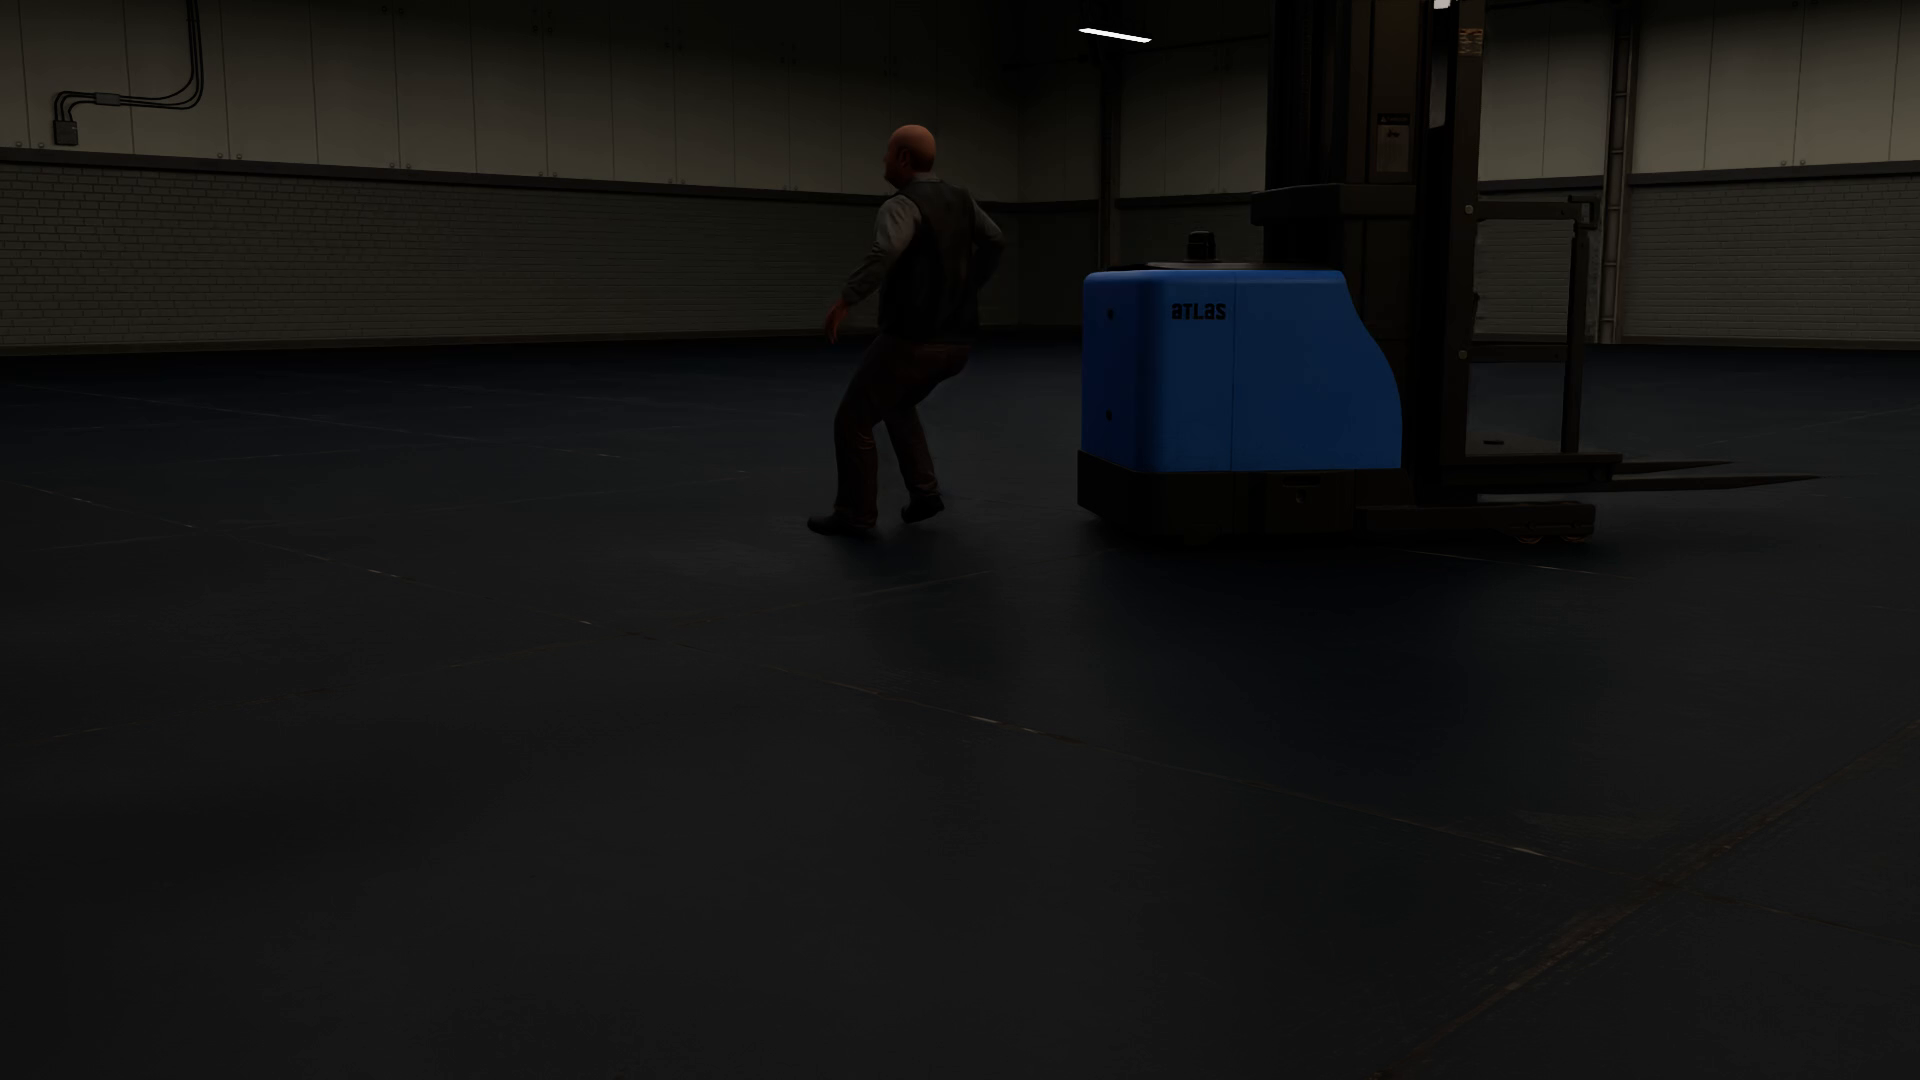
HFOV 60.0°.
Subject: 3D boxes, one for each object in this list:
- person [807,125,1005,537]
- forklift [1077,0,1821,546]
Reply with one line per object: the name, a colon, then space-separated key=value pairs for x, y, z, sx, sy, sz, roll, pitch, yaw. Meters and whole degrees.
person: x=-0.281 y=-0.819 z=6.738 sx=0.716 sy=1.662 sz=0.930 roll=7 pitch=11 yaw=38
forklift: x=2.079 y=-1.507 z=6.882 sx=3.031 sy=2.935 sz=1.130 roll=-1 pitch=9 yaw=-10
